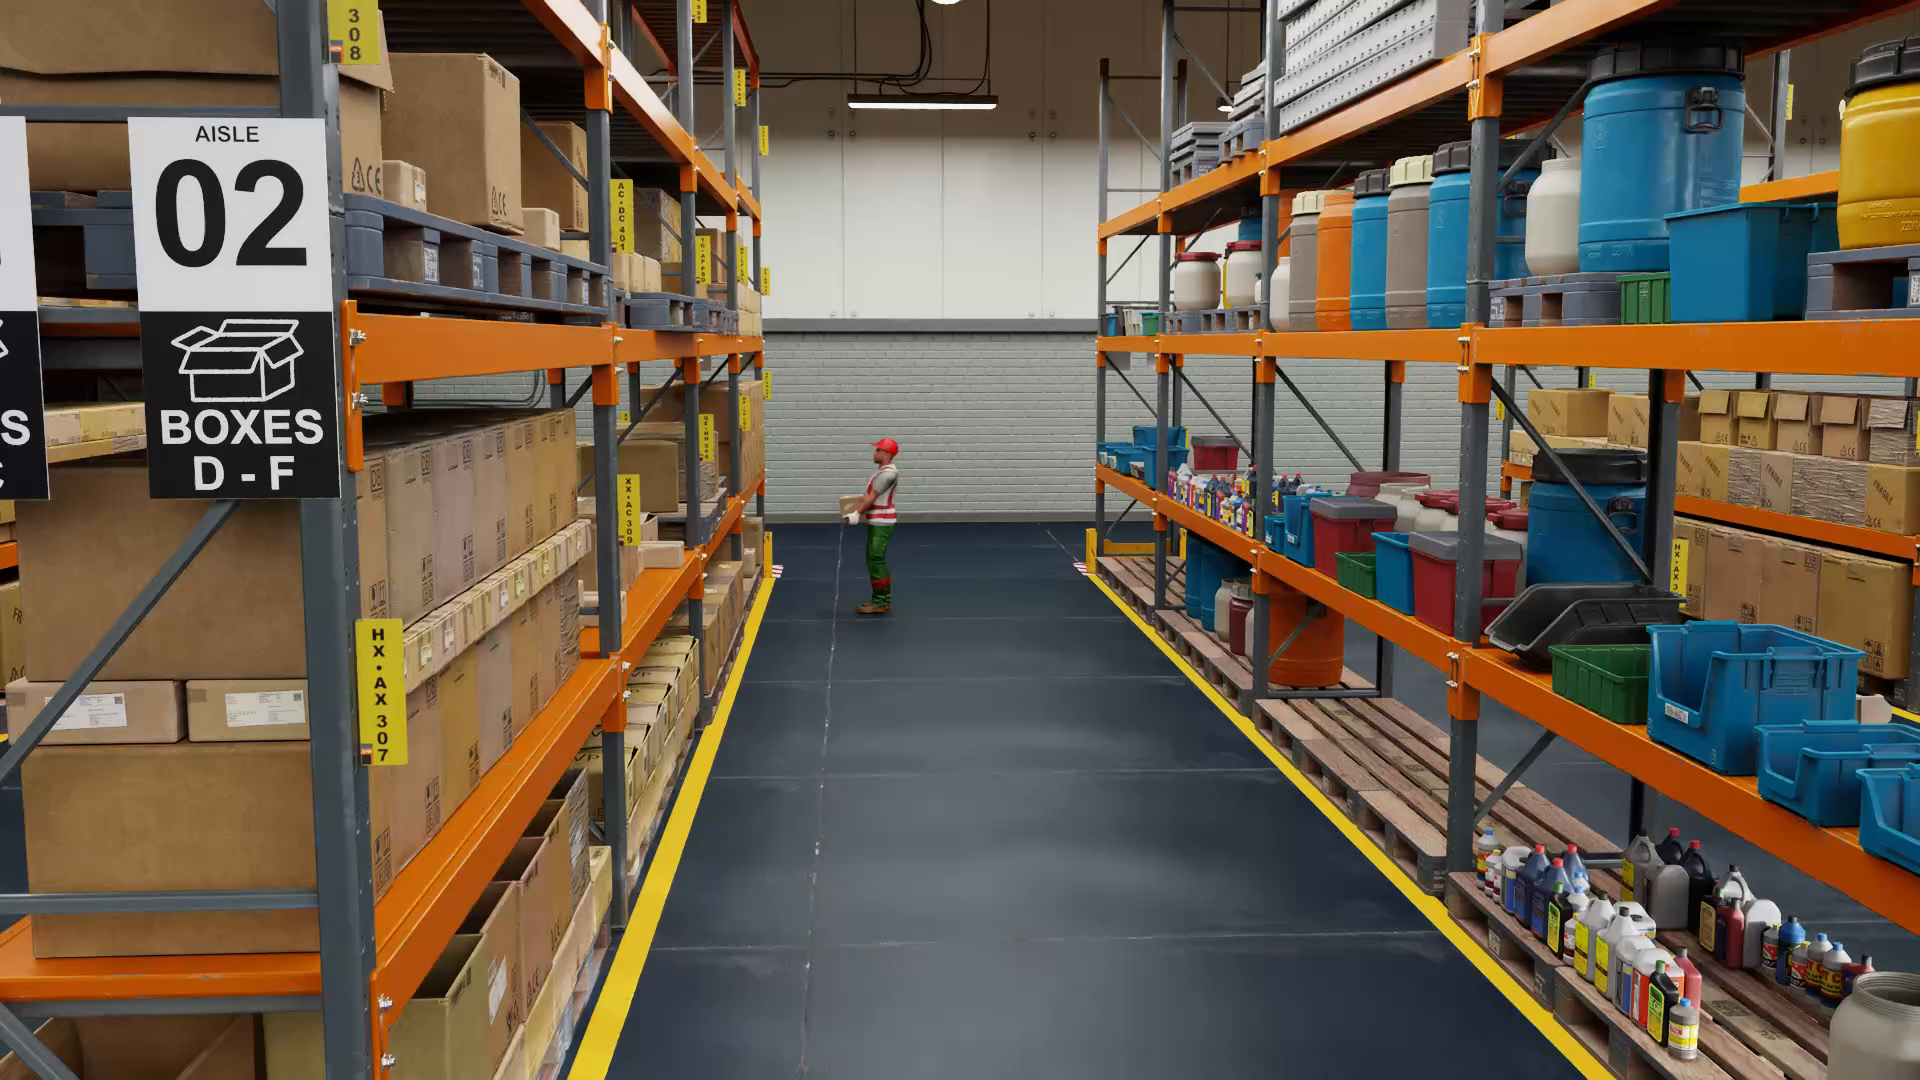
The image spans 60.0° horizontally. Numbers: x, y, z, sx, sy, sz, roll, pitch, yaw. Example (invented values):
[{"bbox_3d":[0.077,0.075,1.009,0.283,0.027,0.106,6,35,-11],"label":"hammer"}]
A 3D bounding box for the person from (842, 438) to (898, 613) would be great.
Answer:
[{"bbox_3d":[-0.913,-0.150,16.935,0.573,1.782,0.494,0,7,-4],"label":"person"}]
